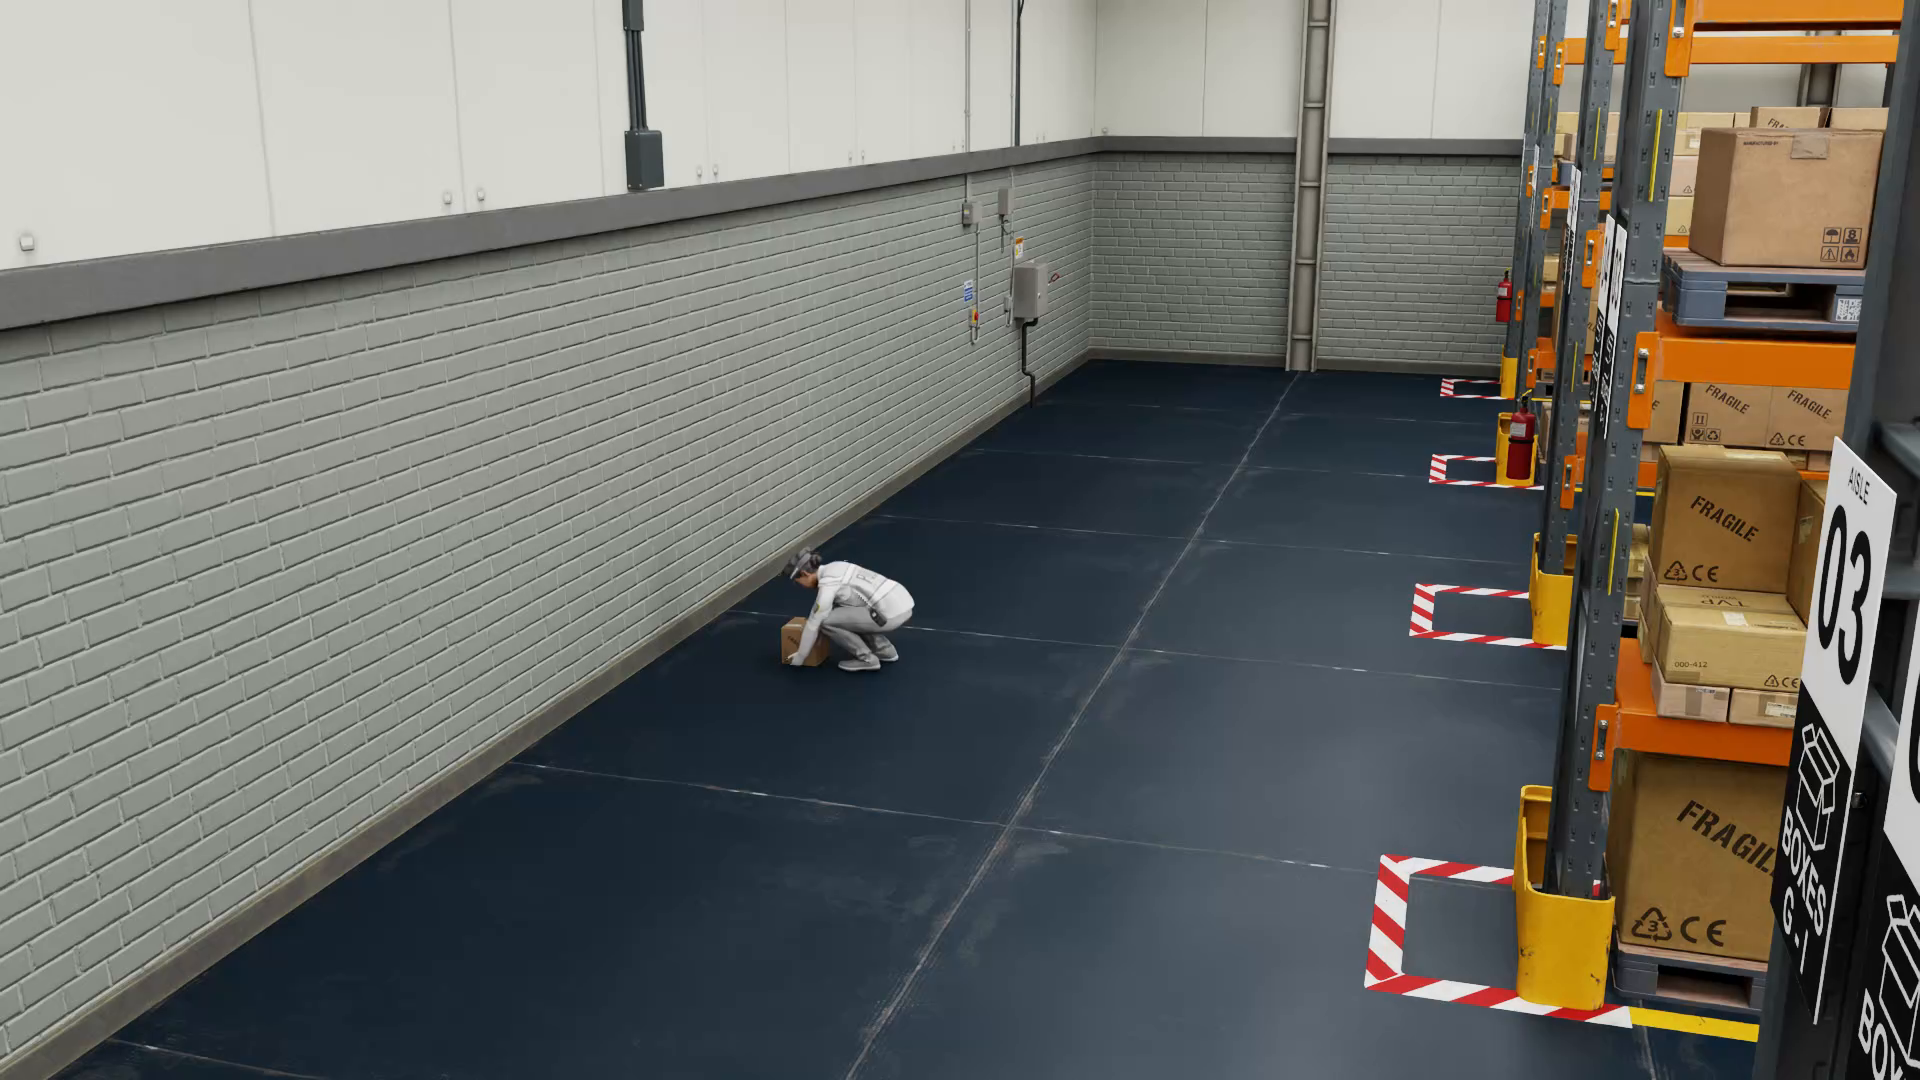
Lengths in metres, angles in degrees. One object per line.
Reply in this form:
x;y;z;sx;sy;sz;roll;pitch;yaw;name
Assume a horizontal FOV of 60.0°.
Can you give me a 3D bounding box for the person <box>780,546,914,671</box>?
-0.750;0.466;11.046;0.874;0.849;0.473;4;16;16;person
